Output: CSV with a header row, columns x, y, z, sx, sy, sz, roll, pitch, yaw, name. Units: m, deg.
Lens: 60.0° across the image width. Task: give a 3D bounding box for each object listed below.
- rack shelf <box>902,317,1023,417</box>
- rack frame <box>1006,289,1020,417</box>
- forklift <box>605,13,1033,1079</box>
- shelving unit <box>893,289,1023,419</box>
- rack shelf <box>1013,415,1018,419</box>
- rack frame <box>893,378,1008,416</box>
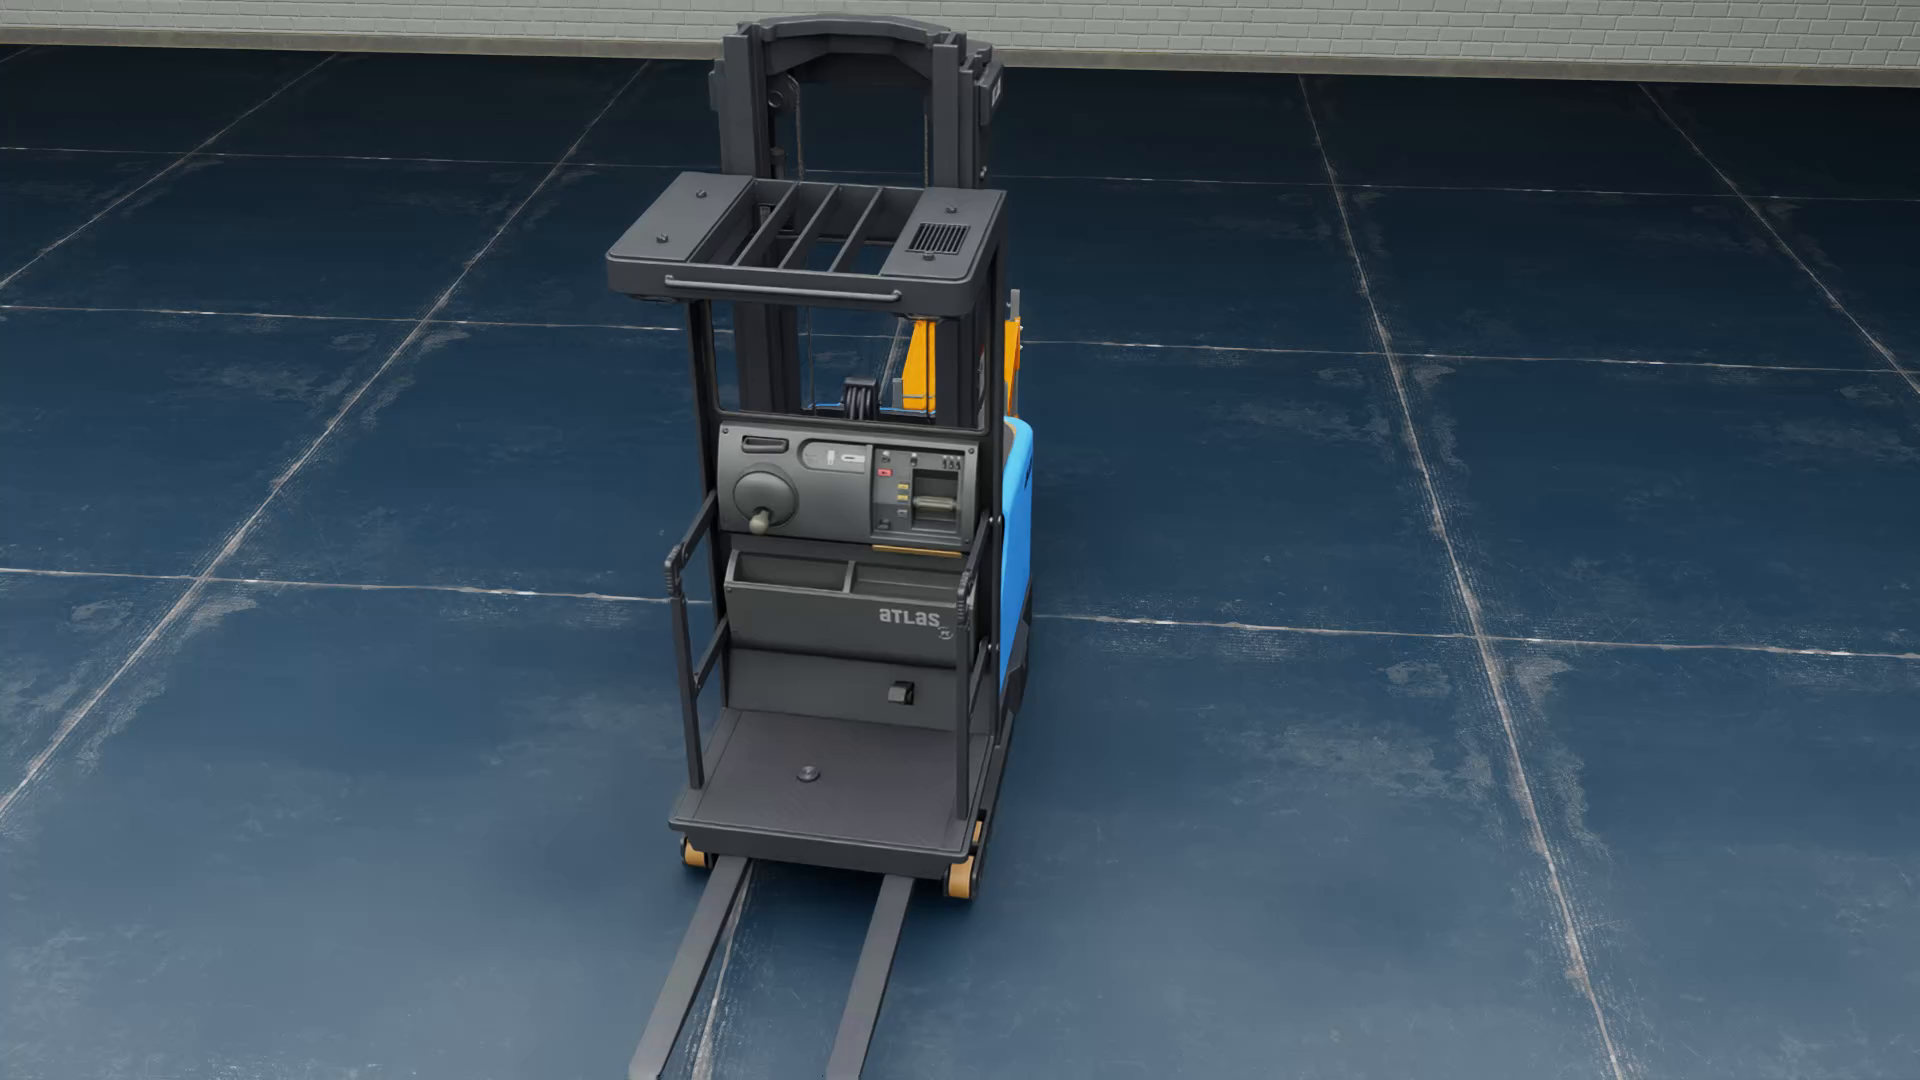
x,y,z,sx,sy,sz,roll,pitch,yaw,name
-0.001,-0.725,7.796,0.538,0.278,1.000,2,32,4,rack shelf
0.041,-0.741,8.380,0.500,1.125,0.032,2,32,4,rack frame
-0.433,-0.135,5.676,1.130,2.935,3.031,5,32,8,forklift
-0.001,-0.475,7.949,0.538,1.125,1.048,2,32,4,shelving unit
-0.001,-0.267,8.077,0.538,0.278,1.000,2,32,4,rack shelf
-0.042,-0.210,7.518,0.500,1.125,0.032,2,32,4,rack frame
